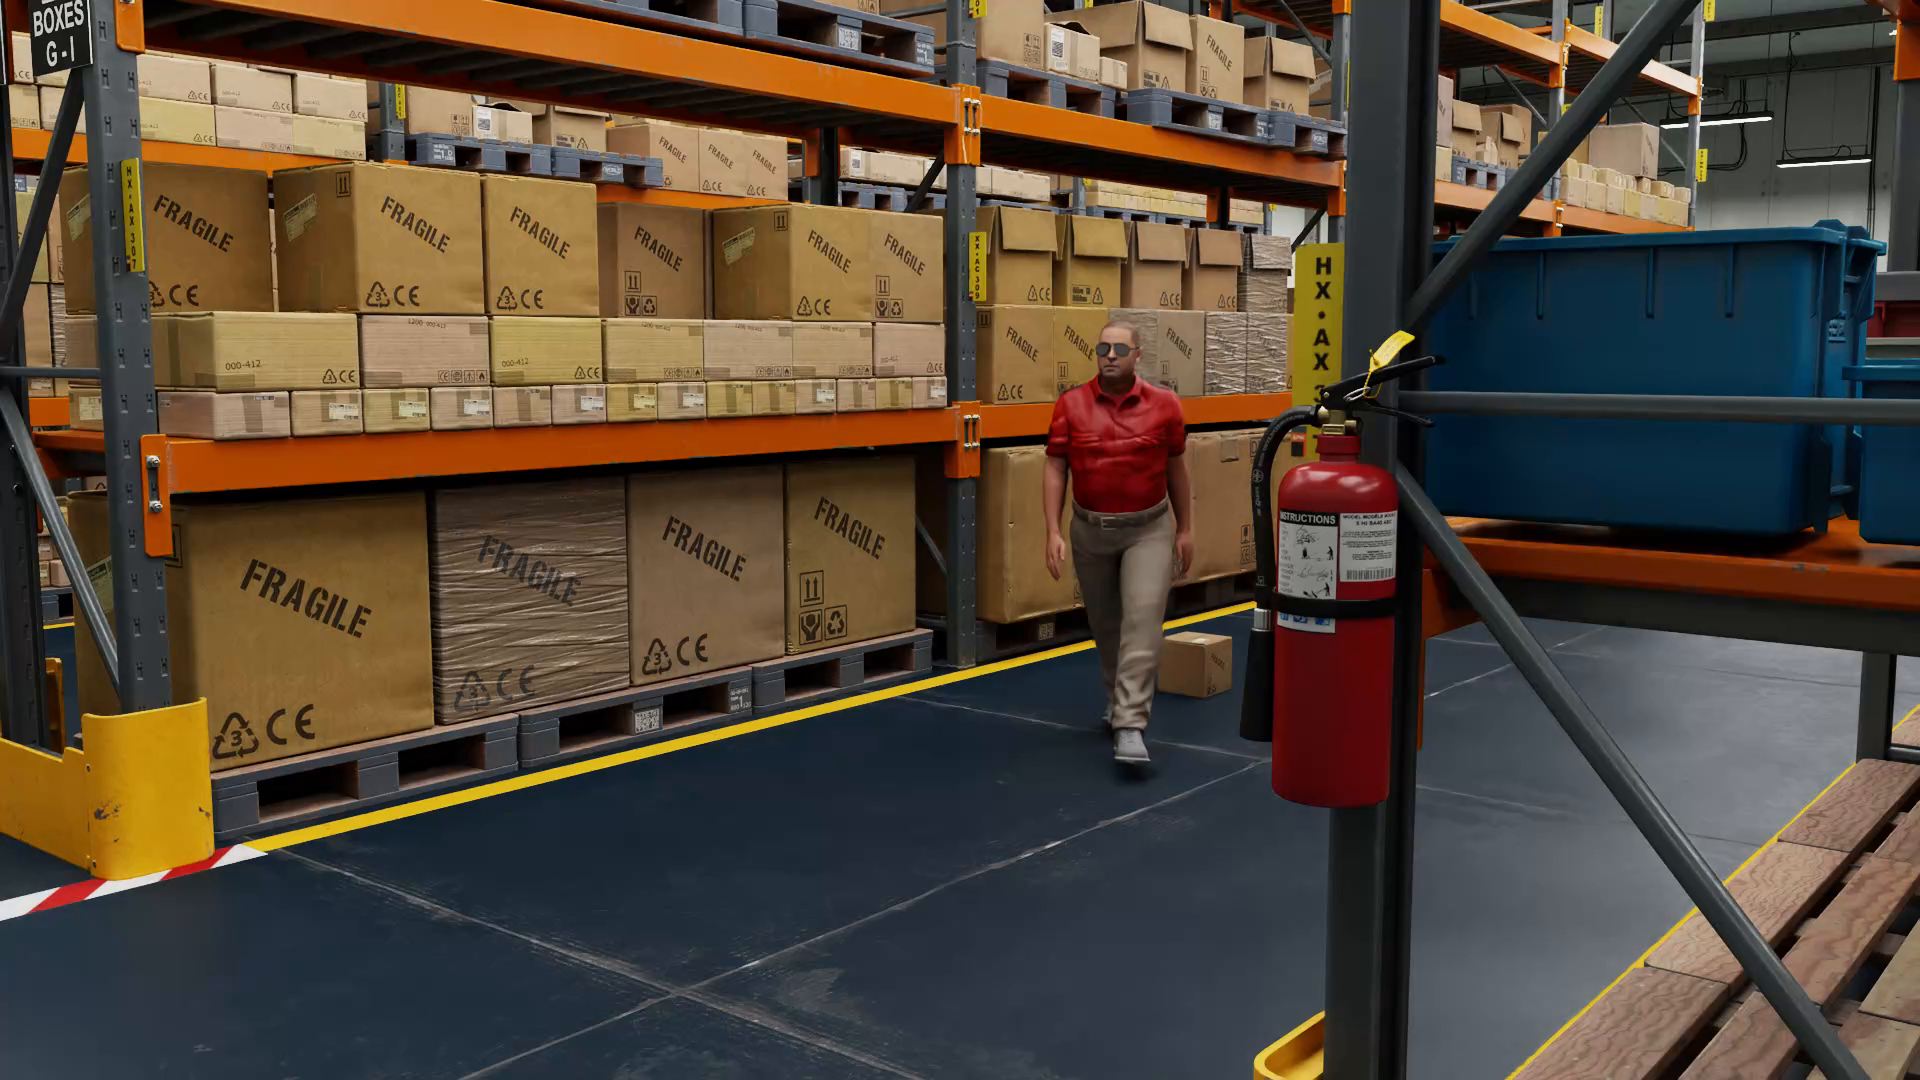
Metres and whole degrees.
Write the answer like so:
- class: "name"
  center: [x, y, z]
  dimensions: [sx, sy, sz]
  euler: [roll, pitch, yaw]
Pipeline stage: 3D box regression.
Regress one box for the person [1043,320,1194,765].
- class: "person"
  center: [0.605, -0.028, 6.506]
  dimensions: [0.570, 1.653, 1.041]
  euler: [2, 7, 15]
